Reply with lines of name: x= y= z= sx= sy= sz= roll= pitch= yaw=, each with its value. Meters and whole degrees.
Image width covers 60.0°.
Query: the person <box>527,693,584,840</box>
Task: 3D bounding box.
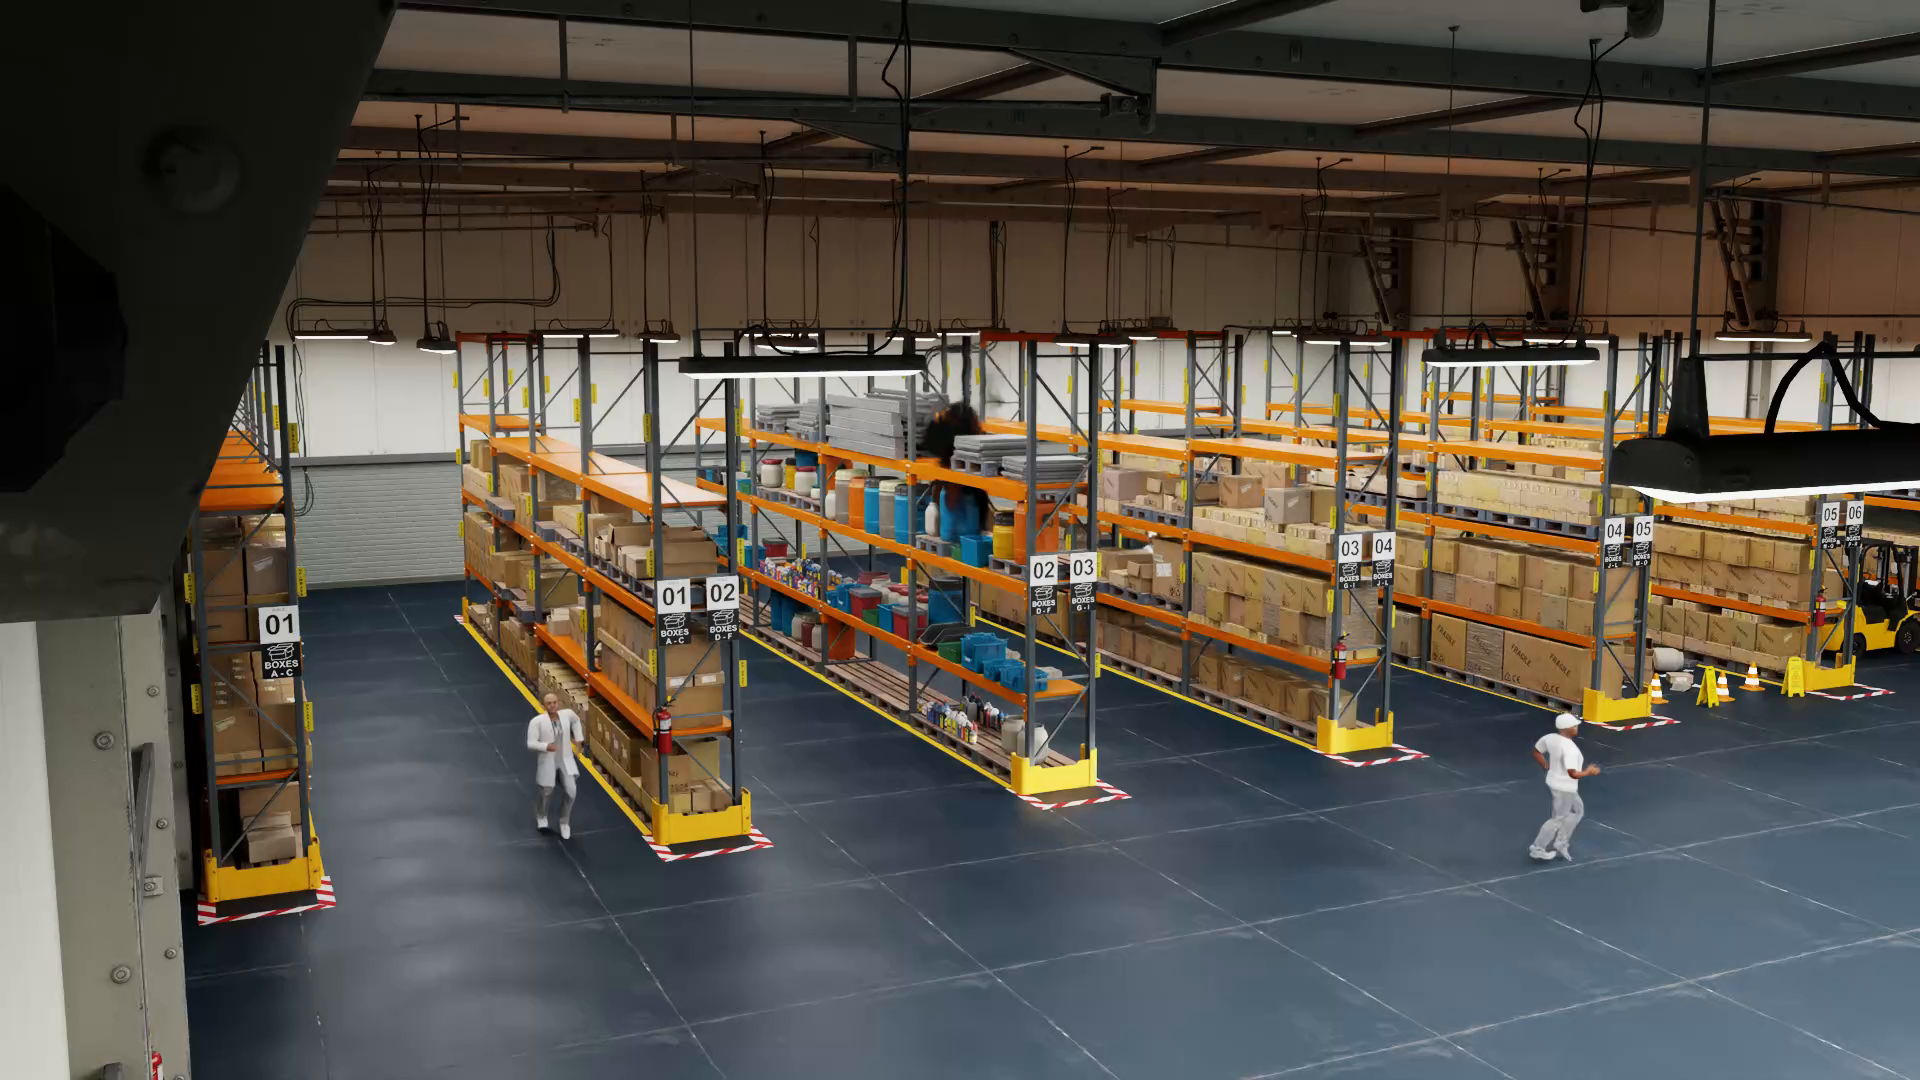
person: x=-4.914 y=2.734 z=20.254 sx=0.733 sy=1.798 sz=0.959 roll=-4 pitch=9 yaw=-26

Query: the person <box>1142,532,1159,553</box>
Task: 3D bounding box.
person: x=4.161 y=0.671 z=35.711 sx=0.660 sy=1.746 sz=0.578 roll=-3 pitch=8 yaw=-18

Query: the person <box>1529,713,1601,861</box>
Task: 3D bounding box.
person: x=6.989 y=2.886 z=19.239 sx=0.738 sy=1.806 sz=0.671 roll=0 pitch=8 yaw=2
